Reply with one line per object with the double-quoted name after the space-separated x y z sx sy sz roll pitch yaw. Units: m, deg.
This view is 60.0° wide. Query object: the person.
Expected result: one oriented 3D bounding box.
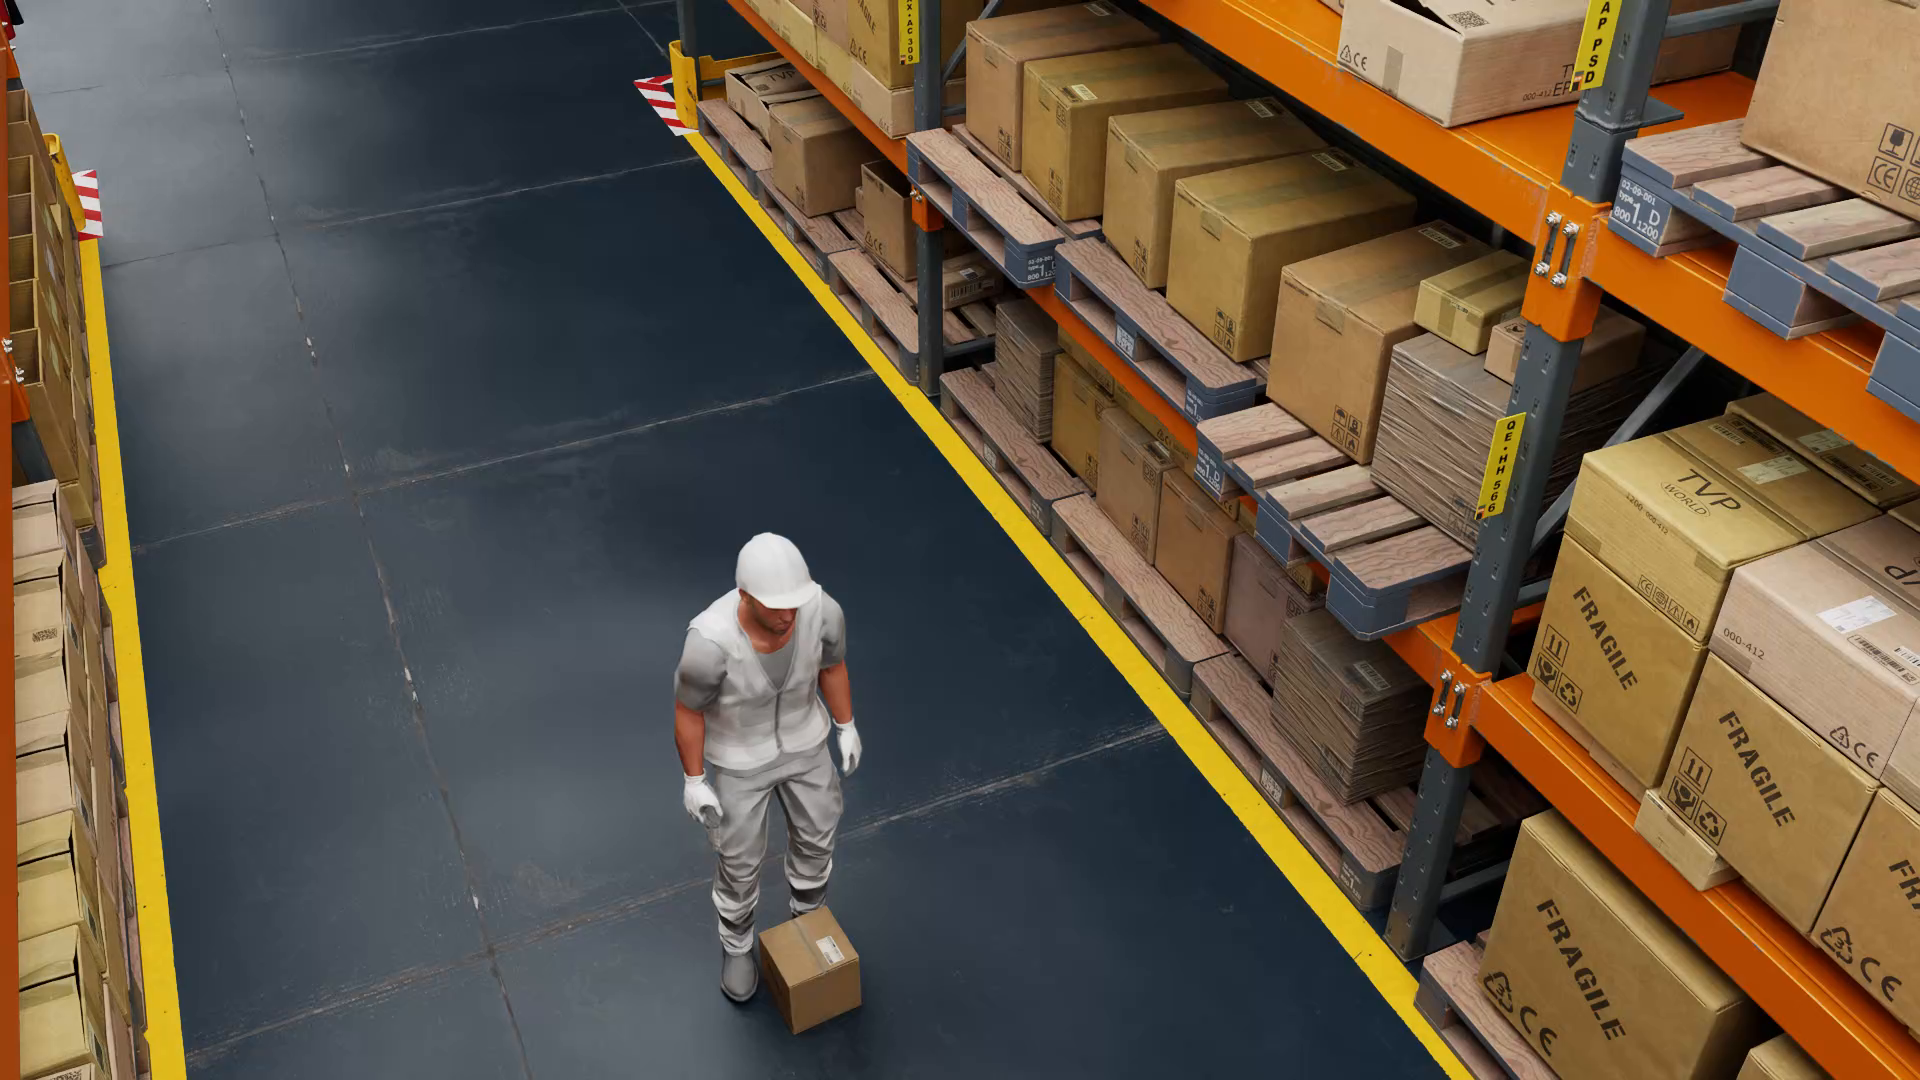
-0.586 0.690 5.221 0.610 1.777 0.452 -18 40 -22 "person"
